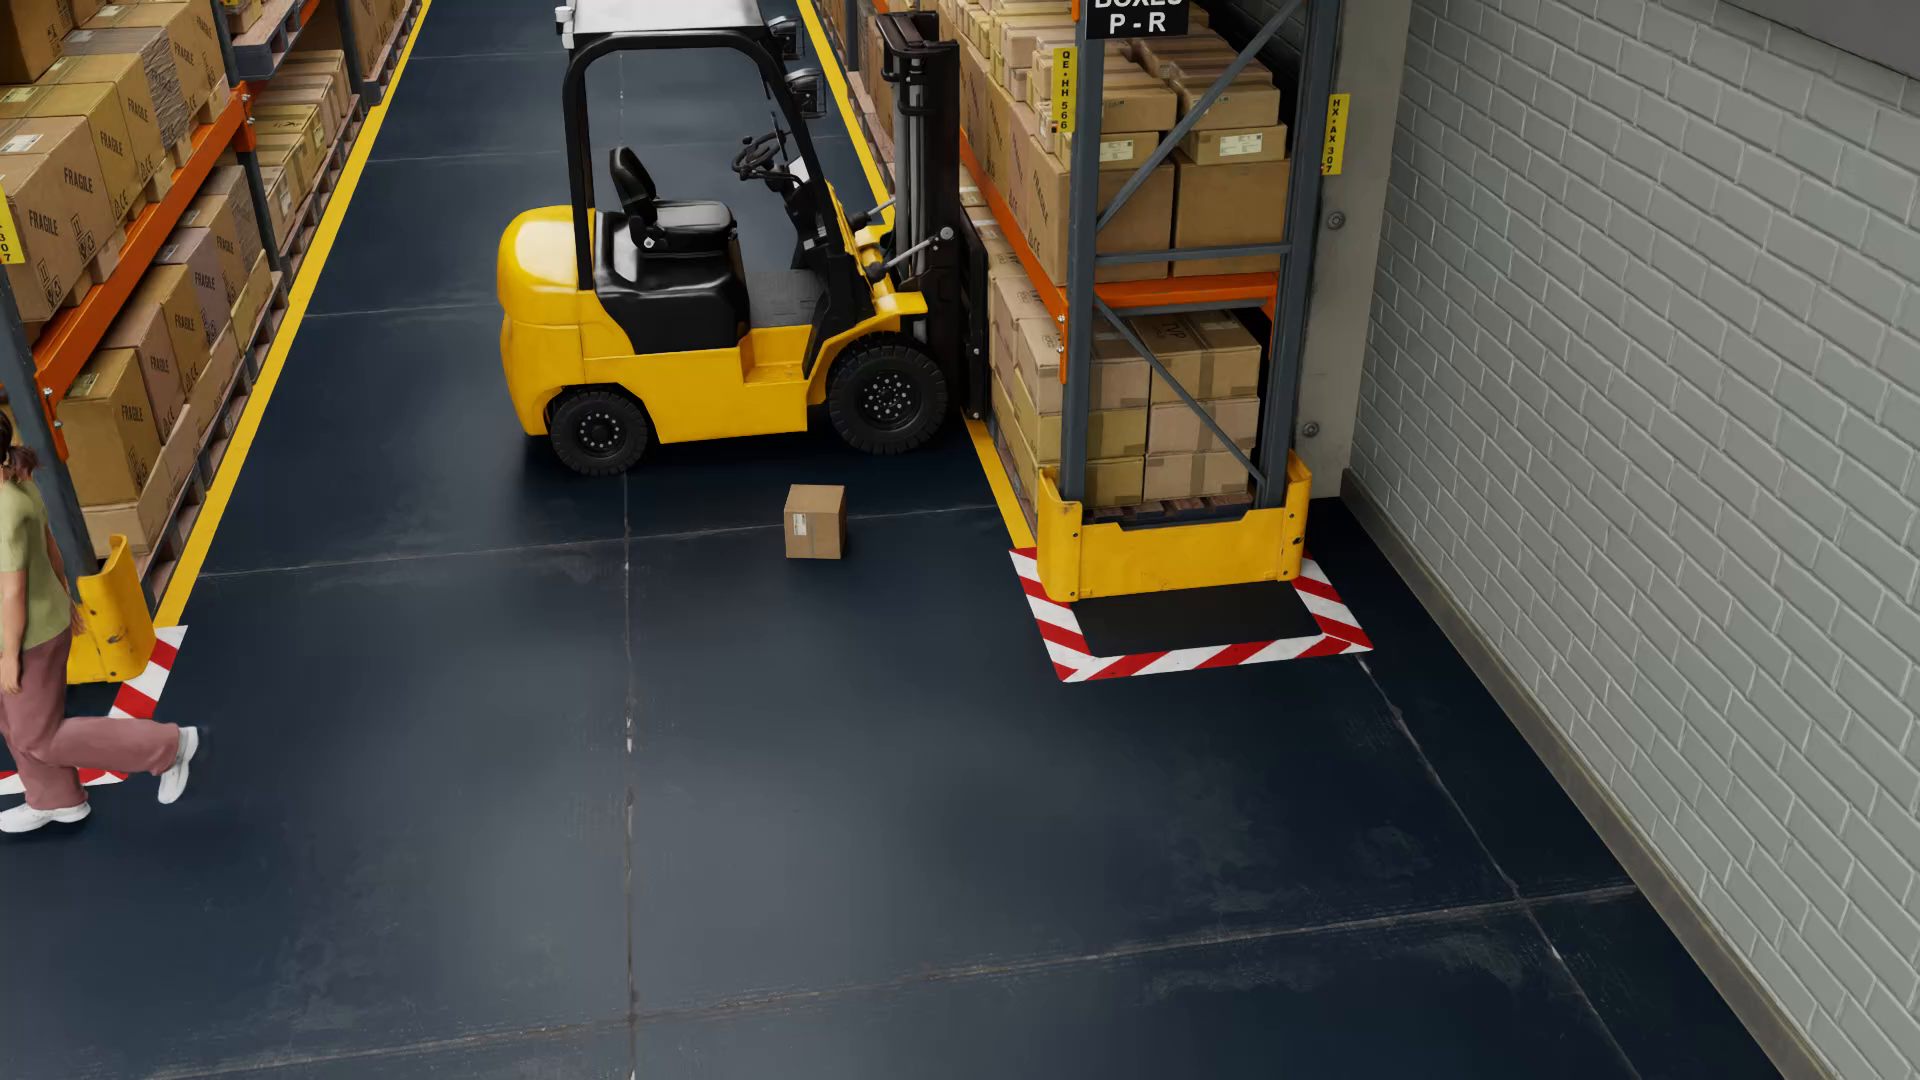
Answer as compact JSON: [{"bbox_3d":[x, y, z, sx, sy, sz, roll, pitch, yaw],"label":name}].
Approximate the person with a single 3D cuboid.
[{"bbox_3d":[-3.093,0.287,5.620,0.723,1.646,0.450,-14,34,-22],"label":"person"}]
